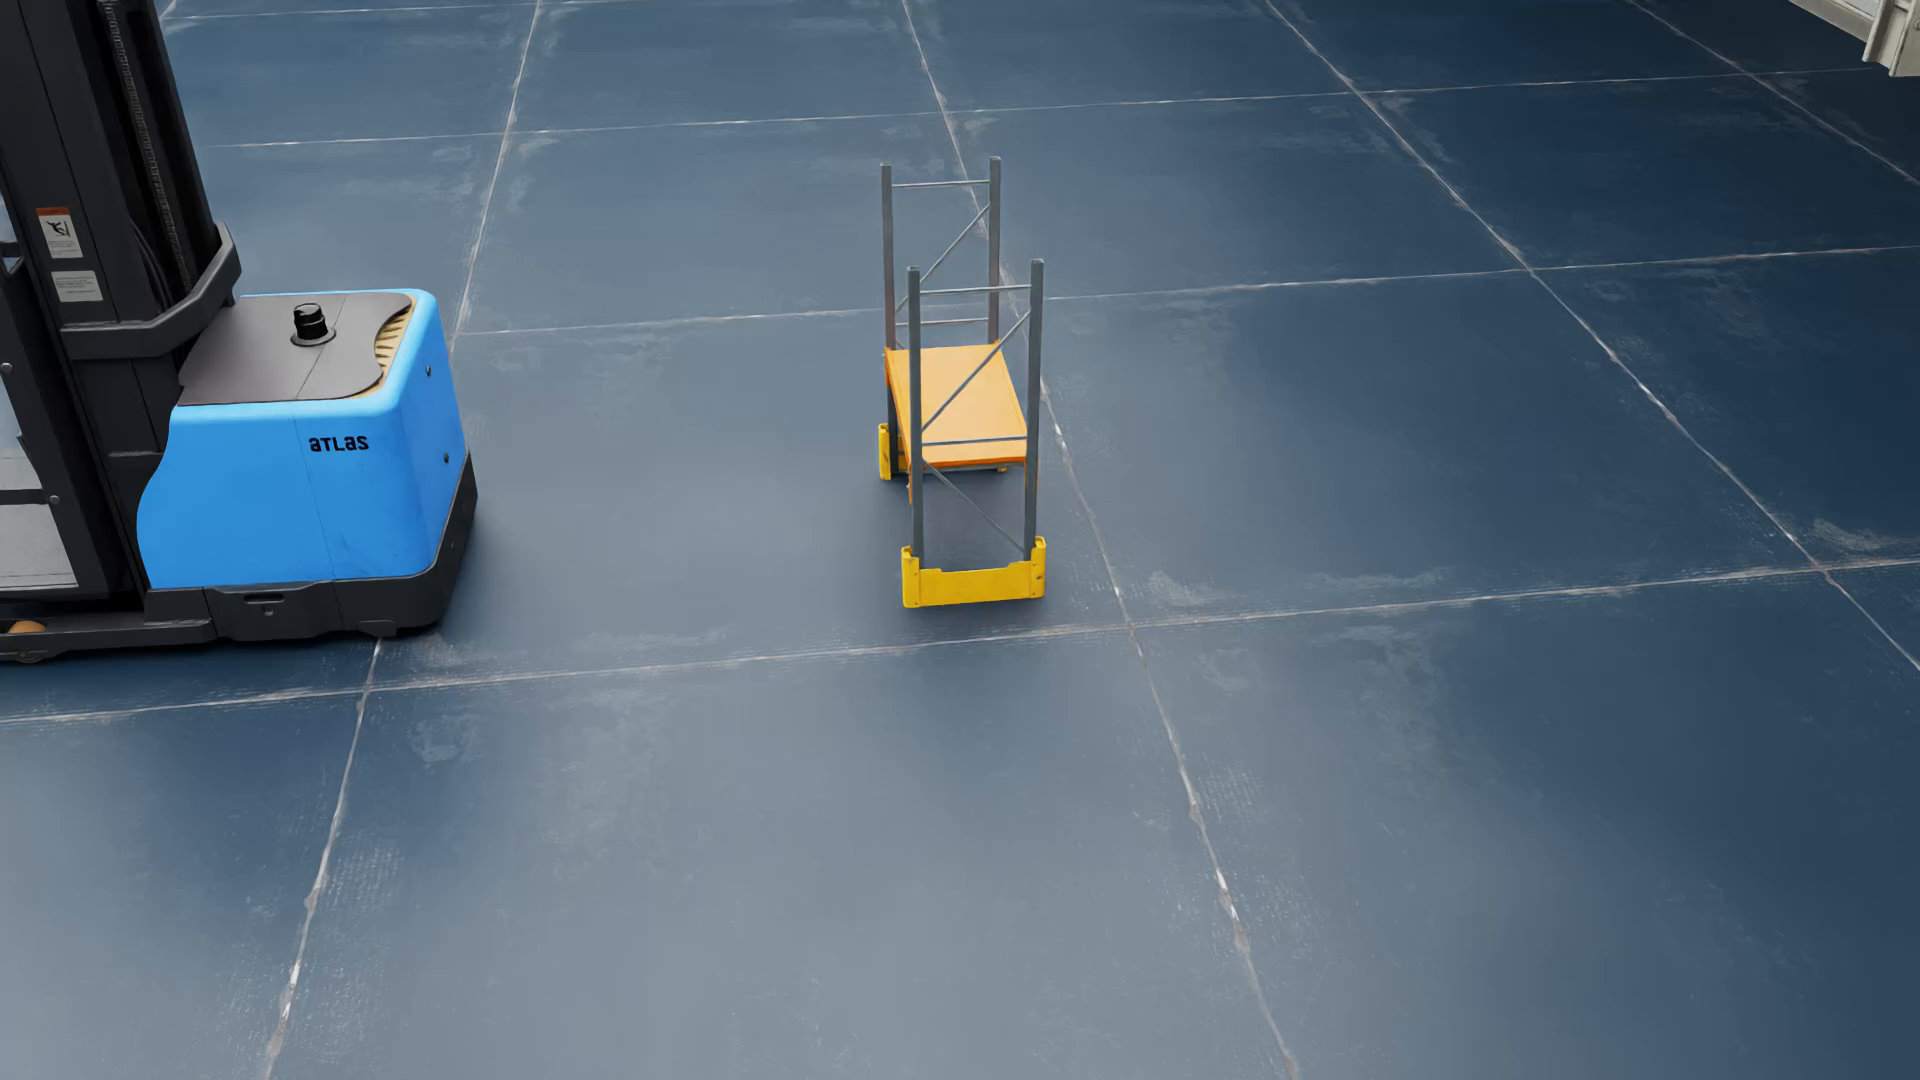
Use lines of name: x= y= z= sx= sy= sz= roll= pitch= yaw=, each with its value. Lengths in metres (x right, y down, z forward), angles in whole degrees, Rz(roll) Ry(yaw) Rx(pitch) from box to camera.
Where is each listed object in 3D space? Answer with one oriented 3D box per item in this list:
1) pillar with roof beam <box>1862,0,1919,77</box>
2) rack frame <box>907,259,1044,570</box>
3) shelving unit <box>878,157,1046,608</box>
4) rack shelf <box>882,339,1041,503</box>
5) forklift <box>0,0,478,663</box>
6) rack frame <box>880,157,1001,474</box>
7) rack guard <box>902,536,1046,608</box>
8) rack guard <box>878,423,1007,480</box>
pillar with roof beam: x=2.736 y=-6.932 z=9.431 sx=9.100 sy=9.000 sz=0.400 roll=-4 pitch=35 yaw=-6
rack frame: x=0.057 y=-0.384 z=6.481 sx=0.500 sy=1.500 sz=0.032 roll=-4 pitch=35 yaw=-6
shelving unit: x=-0.010 y=-0.662 z=6.890 sx=0.587 sy=1.500 sz=1.083 roll=-4 pitch=35 yaw=-6
rack shelf: x=-0.011 y=-0.519 z=6.999 sx=0.538 sy=0.185 sz=1.000 roll=-4 pitch=35 yaw=-6
forklift: x=-3.616 y=-1.029 z=6.158 sx=3.031 sy=2.935 sz=1.130 roll=-3 pitch=34 yaw=-4
rack frame: x=-0.080 y=-0.951 z=7.314 sx=0.500 sy=1.500 sz=0.032 roll=-4 pitch=35 yaw=-6
rack guard: x=0.057 y=0.132 z=6.834 sx=0.587 sy=0.250 sz=0.087 roll=-4 pitch=35 yaw=-6
rack guard: x=-0.077 y=-0.424 z=7.650 sx=0.587 sy=0.250 sz=0.087 roll=-4 pitch=35 yaw=-6
